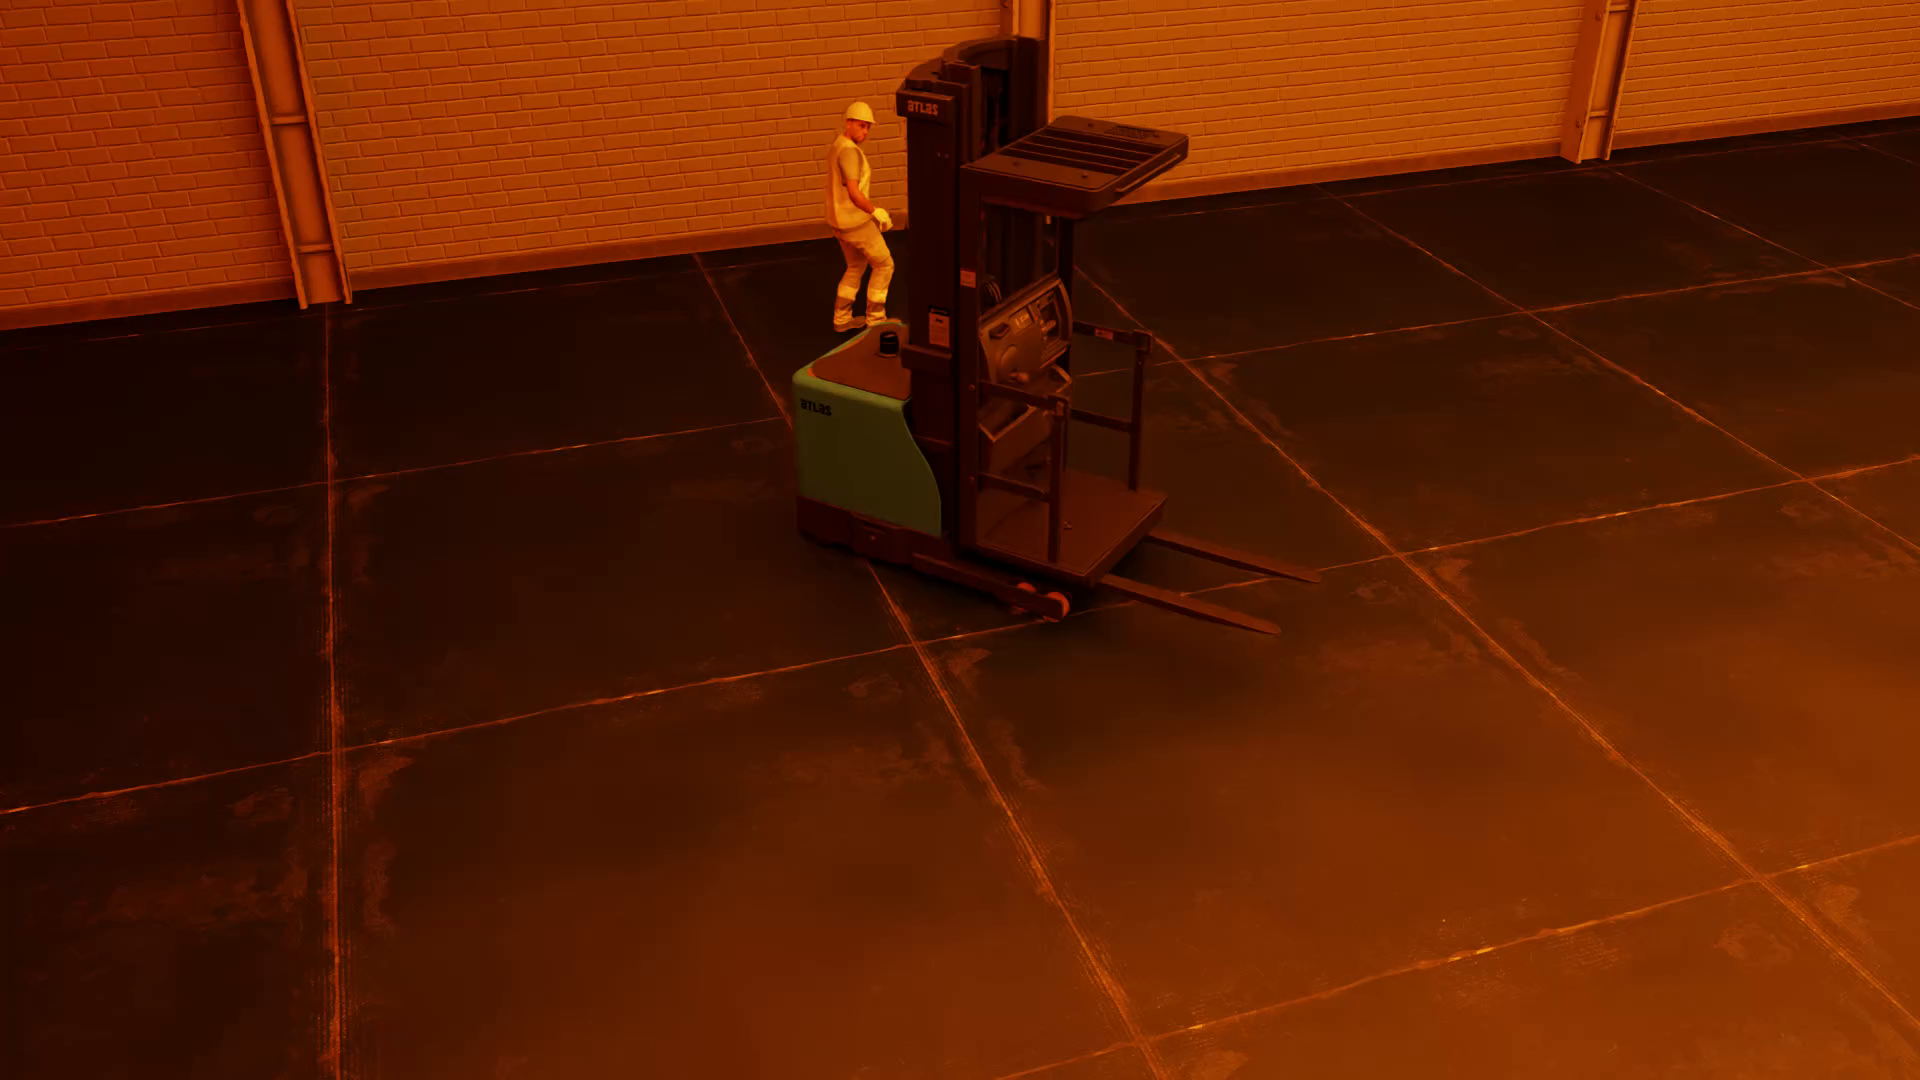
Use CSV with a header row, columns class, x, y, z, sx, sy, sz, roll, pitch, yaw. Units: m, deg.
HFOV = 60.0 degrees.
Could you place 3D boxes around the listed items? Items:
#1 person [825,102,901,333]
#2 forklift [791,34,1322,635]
class,x,y,z,sx,sy,sz,roll,pitch,yaw
person,-0.748,-2.391,12.435,0.515,1.747,0.739,-13,33,-22
forklift,0.541,-1.118,9.030,3.031,2.935,1.130,17,34,27
